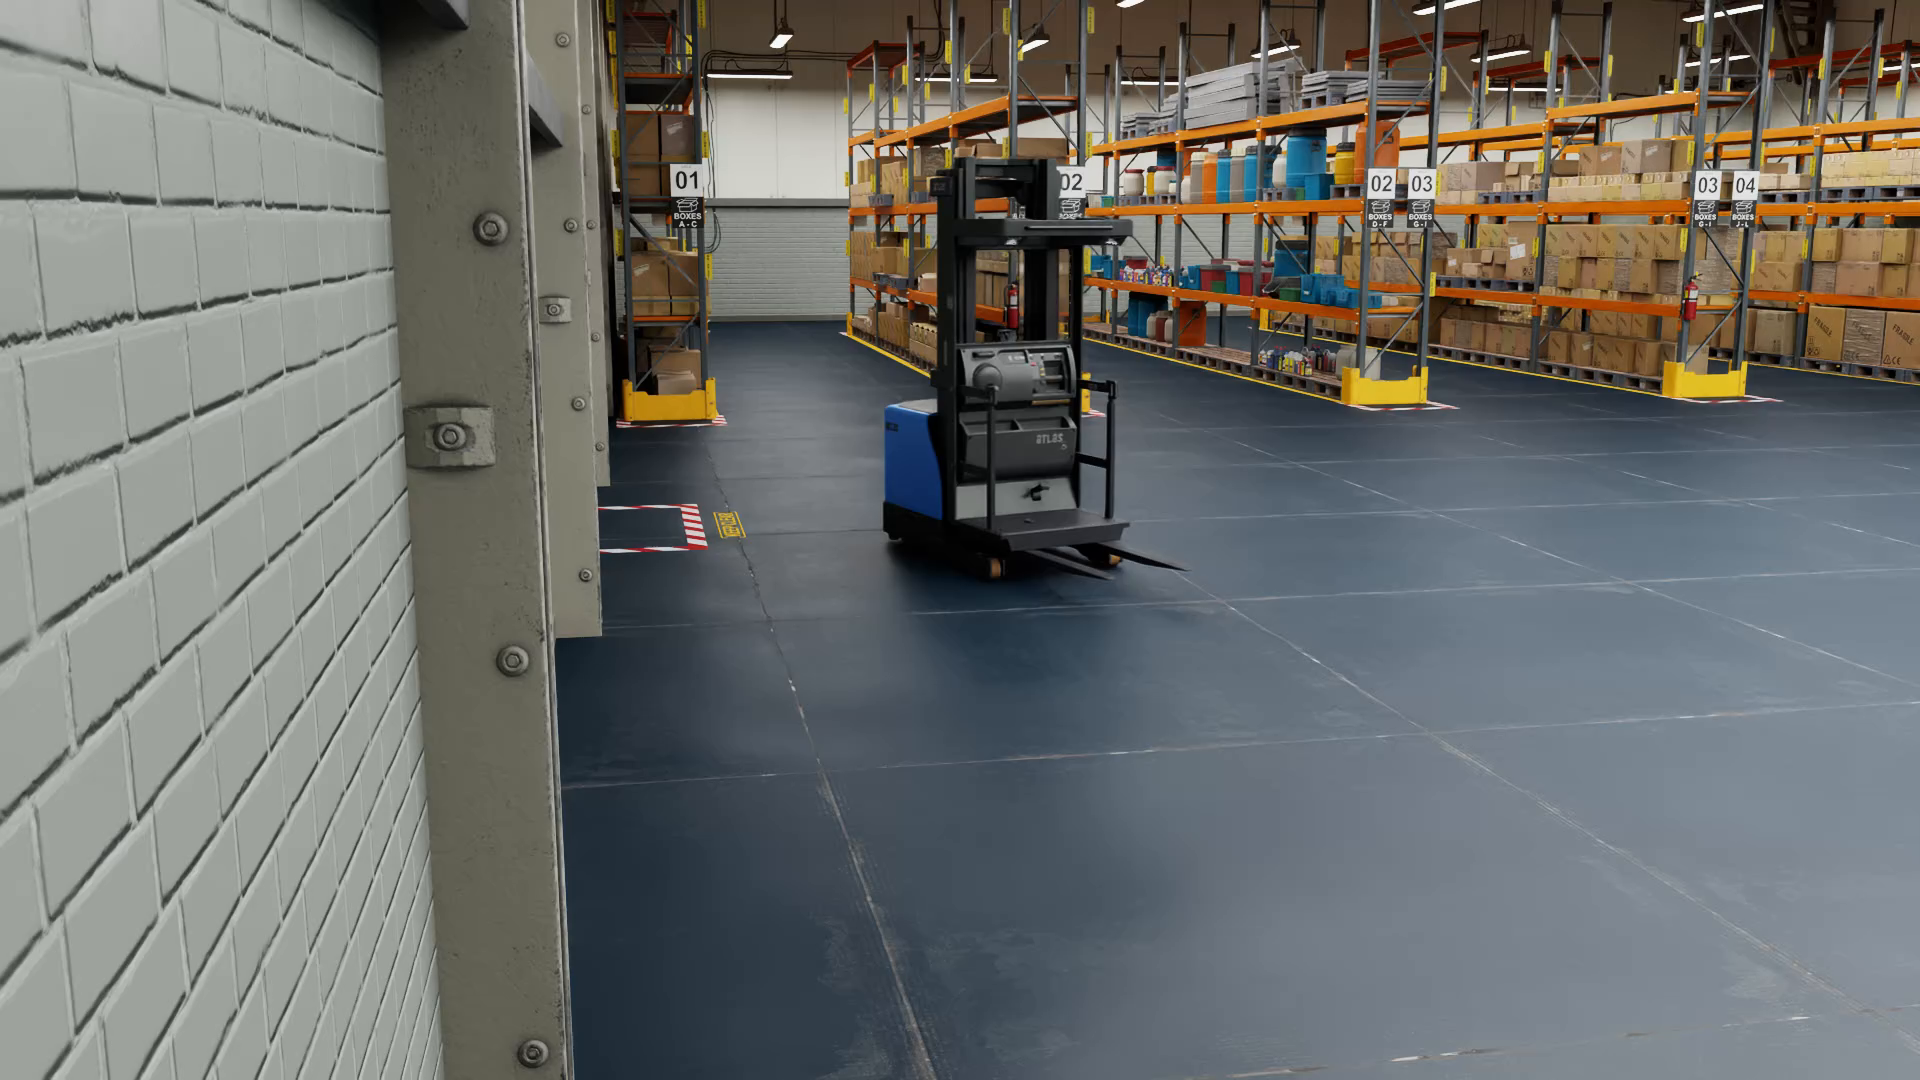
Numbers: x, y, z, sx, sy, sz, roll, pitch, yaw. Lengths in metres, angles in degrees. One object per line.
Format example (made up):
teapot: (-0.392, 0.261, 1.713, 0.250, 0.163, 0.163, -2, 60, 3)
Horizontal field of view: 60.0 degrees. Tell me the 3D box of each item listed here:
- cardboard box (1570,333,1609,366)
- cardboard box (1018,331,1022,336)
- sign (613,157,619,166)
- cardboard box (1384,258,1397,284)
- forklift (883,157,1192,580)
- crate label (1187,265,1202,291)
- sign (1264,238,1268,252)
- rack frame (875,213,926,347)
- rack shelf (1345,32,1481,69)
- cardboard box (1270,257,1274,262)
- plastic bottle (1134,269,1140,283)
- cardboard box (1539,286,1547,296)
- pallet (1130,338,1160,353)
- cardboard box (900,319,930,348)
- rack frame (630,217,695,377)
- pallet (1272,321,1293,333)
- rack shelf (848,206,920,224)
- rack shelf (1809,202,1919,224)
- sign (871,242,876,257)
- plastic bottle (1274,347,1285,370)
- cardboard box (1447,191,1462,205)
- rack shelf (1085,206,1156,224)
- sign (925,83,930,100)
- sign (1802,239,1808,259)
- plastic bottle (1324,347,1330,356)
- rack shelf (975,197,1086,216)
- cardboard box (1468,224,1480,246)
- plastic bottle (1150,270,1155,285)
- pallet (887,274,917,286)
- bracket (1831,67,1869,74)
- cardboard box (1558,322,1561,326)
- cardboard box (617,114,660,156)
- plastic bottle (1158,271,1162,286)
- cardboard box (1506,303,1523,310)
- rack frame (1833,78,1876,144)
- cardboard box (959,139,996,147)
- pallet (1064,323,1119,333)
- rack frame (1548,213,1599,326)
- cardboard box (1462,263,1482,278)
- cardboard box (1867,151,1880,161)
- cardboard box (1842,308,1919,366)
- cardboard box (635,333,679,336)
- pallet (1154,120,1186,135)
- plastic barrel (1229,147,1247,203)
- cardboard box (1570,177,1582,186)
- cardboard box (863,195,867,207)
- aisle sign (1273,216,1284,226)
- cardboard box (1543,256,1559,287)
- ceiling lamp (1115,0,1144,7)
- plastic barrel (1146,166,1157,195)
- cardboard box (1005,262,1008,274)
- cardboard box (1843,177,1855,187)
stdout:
cardboard box: (10.234, -3.097, 27.005, 0.500, 0.500, 0.500, 1, 11, 7)
cardboard box: (1.041, -2.718, 23.679, 0.500, 0.500, 0.500, -2, 11, -11)
sign: (-5.044, -5.658, 24.440, 0.100, 0.325, 0.005, -2, 11, -11)
cardboard box: (8.764, -5.349, 33.009, 0.500, 0.500, 0.500, -2, 11, -13)
forklift: (0.528, -1.249, 11.922, 1.130, 2.935, 3.031, -6, 12, -28)
crate label: (4.368, -4.677, 29.650, 0.502, 0.435, 0.616, -2, 11, -11)
sign: (7.197, -6.944, 39.129, 0.100, 0.325, 0.005, -2, 11, -11)
rack frame: (-1.197, -5.405, 33.574, 1.000, 3.000, 0.127, -2, 11, -11)
rack shelf: (8.909, -9.625, 32.732, 1.077, 0.370, 4.000, -2, 11, -11)
cardboard box: (7.571, -6.473, 38.790, 0.500, 0.250, 0.500, -2, 11, -13)
plastic bottle: (3.559, -5.255, 33.117, 0.152, 0.276, 0.135, -2, 11, -11)
cardboard box: (9.823, -4.124, 27.513, 0.380, 0.149, 0.250, -2, 11, -11)
pallet: (4.012, -3.848, 32.848, 1.003, 0.211, 1.213, -2, 11, -11)
cardboard box: (-0.832, -3.823, 30.769, 0.500, 0.500, 0.500, -2, 11, -9)
rack frame: (-4.500, -3.757, 24.915, 1.000, 3.000, 0.127, -2, 11, -11)
pallet: (7.975, -4.985, 38.823, 1.003, 0.211, 1.213, -2, 11, -11)
rack shelf: (-1.586, -6.892, 35.288, 1.077, 0.370, 4.000, -2, 11, -11)
rack shelf: (15.350, -5.213, 26.464, 1.077, 0.370, 4.000, -2, 11, -11)
sign: (-1.728, -5.810, 33.382, 0.100, 0.325, 0.005, -2, 11, -11)
plastic bottle: (5.005, -2.835, 25.976, 0.144, 0.351, 0.185, -3, 11, -13)
cardboard box: (9.240, -6.242, 30.346, 0.500, 0.250, 0.500, -2, 11, -10)
rack shelf: (3.273, -7.072, 36.231, 1.077, 0.370, 4.000, -2, 11, -11)
sign: (-0.654, -8.910, 33.023, 0.100, 0.325, 0.005, -2, 11, -11)
sign: (14.431, -4.968, 28.391, 0.100, 0.325, 0.005, -2, 11, -11)
plastic bottle: (5.726, -2.830, 25.953, 0.144, 0.351, 0.185, -2, 11, -11)
rack shelf: (0.748, -4.692, 23.725, 1.077, 0.370, 4.000, -2, 11, -11)
cardboard box: (12.454, -7.255, 39.554, 0.500, 0.500, 0.500, -2, 11, -11)
plastic bottle: (3.721, -5.062, 32.083, 0.061, 0.283, 0.133, -2, 11, -11)
pallet: (-0.802, -4.934, 31.611, 1.003, 0.211, 1.213, -2, 11, -11)
bracket: (22.928, -11.718, 41.069, 0.076, 0.066, 4.783, -2, 11, -11)
cardboard box: (13.598, -4.860, 37.209, 0.380, 0.149, 0.250, -2, 11, -9)
cardboard box: (-4.062, -5.117, 21.041, 0.500, 0.500, 0.500, -2, 11, -8)
plastic bottle: (3.818, -4.982, 31.695, 0.097, 0.271, 0.097, 0, 11, 0)
cardboard box: (12.814, -5.367, 38.281, 0.380, 0.149, 0.250, -2, 11, -11)
rack frame: (22.331, -9.987, 41.602, 1.000, 3.000, 0.127, -2, 11, -11)
cardboard box: (0.277, -6.027, 26.091, 0.500, 0.500, 0.500, -2, 11, -10)
pallet: (3.006, -4.796, 37.830, 1.003, 0.211, 1.213, -2, 11, -11)
rack frame: (13.405, -5.927, 36.313, 1.000, 3.000, 0.127, -2, 11, -11)
cardboard box: (9.399, -4.848, 29.925, 0.500, 0.250, 0.500, -2, 11, -13)
cardboard box: (14.899, -6.191, 26.827, 0.380, 0.149, 0.250, -2, 11, -10)
cardboard box: (15.194, -3.339, 27.277, 0.875, 0.875, 0.875, -2, 11, -11)
cardboard box: (-4.869, -3.068, 26.802, 0.700, 0.500, 0.500, -2, 11, -10)
pallet: (4.330, -7.643, 30.858, 1.213, 0.211, 1.003, -2, 11, -11)
plastic barrel: (4.779, -6.043, 27.559, 0.600, 0.901, 0.600, 0, 11, 0)
cardboard box: (9.988, -5.726, 26.569, 0.380, 0.149, 0.250, -2, 11, -11)
cardboard box: (-1.745, -7.068, 34.689, 0.500, 0.250, 0.500, -2, 11, -11)
aisle sign: (7.434, -7.778, 39.087, 0.394, 0.787, 0.004, -2, 11, -11)
cardboard box: (10.103, -4.408, 27.272, 0.875, 0.500, 0.500, -2, 11, -11)
ceiling lamp: (3.036, -9.826, 25.142, 0.800, 3.185, 2.000, -2, 11, -11)
plastic barrel: (4.039, -7.197, 33.339, 0.600, 0.588, 0.600, 0, 11, 0)
cardboard box: (0.823, -3.683, 22.525, 0.380, 0.149, 0.250, -2, 11, -10)
cardboard box: (14.798, -5.893, 27.393, 0.380, 0.149, 0.250, -2, 11, -11)
